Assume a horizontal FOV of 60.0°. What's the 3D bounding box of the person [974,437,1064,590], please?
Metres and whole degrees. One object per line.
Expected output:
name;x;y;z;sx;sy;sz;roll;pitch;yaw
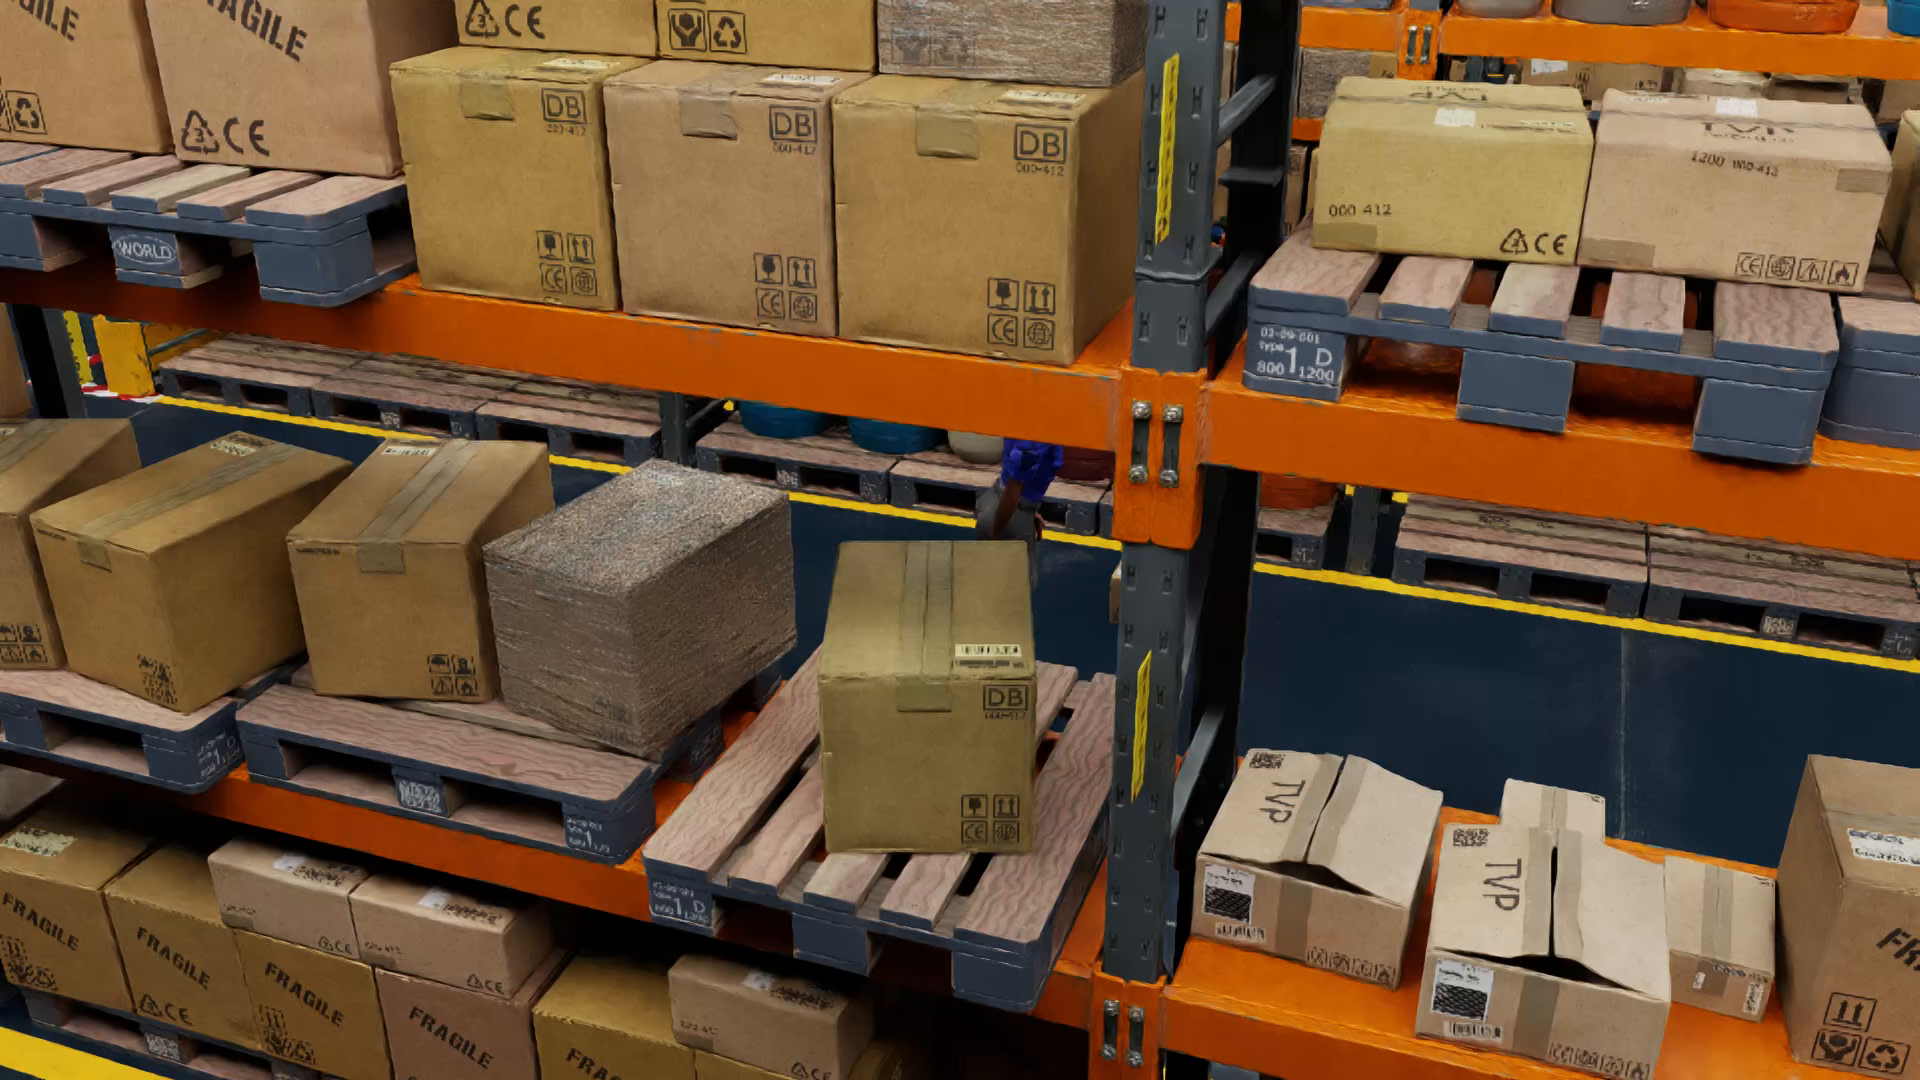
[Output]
person;0.203;-0.064;7.278;0.615;1.636;0.448;-2;26;-3
